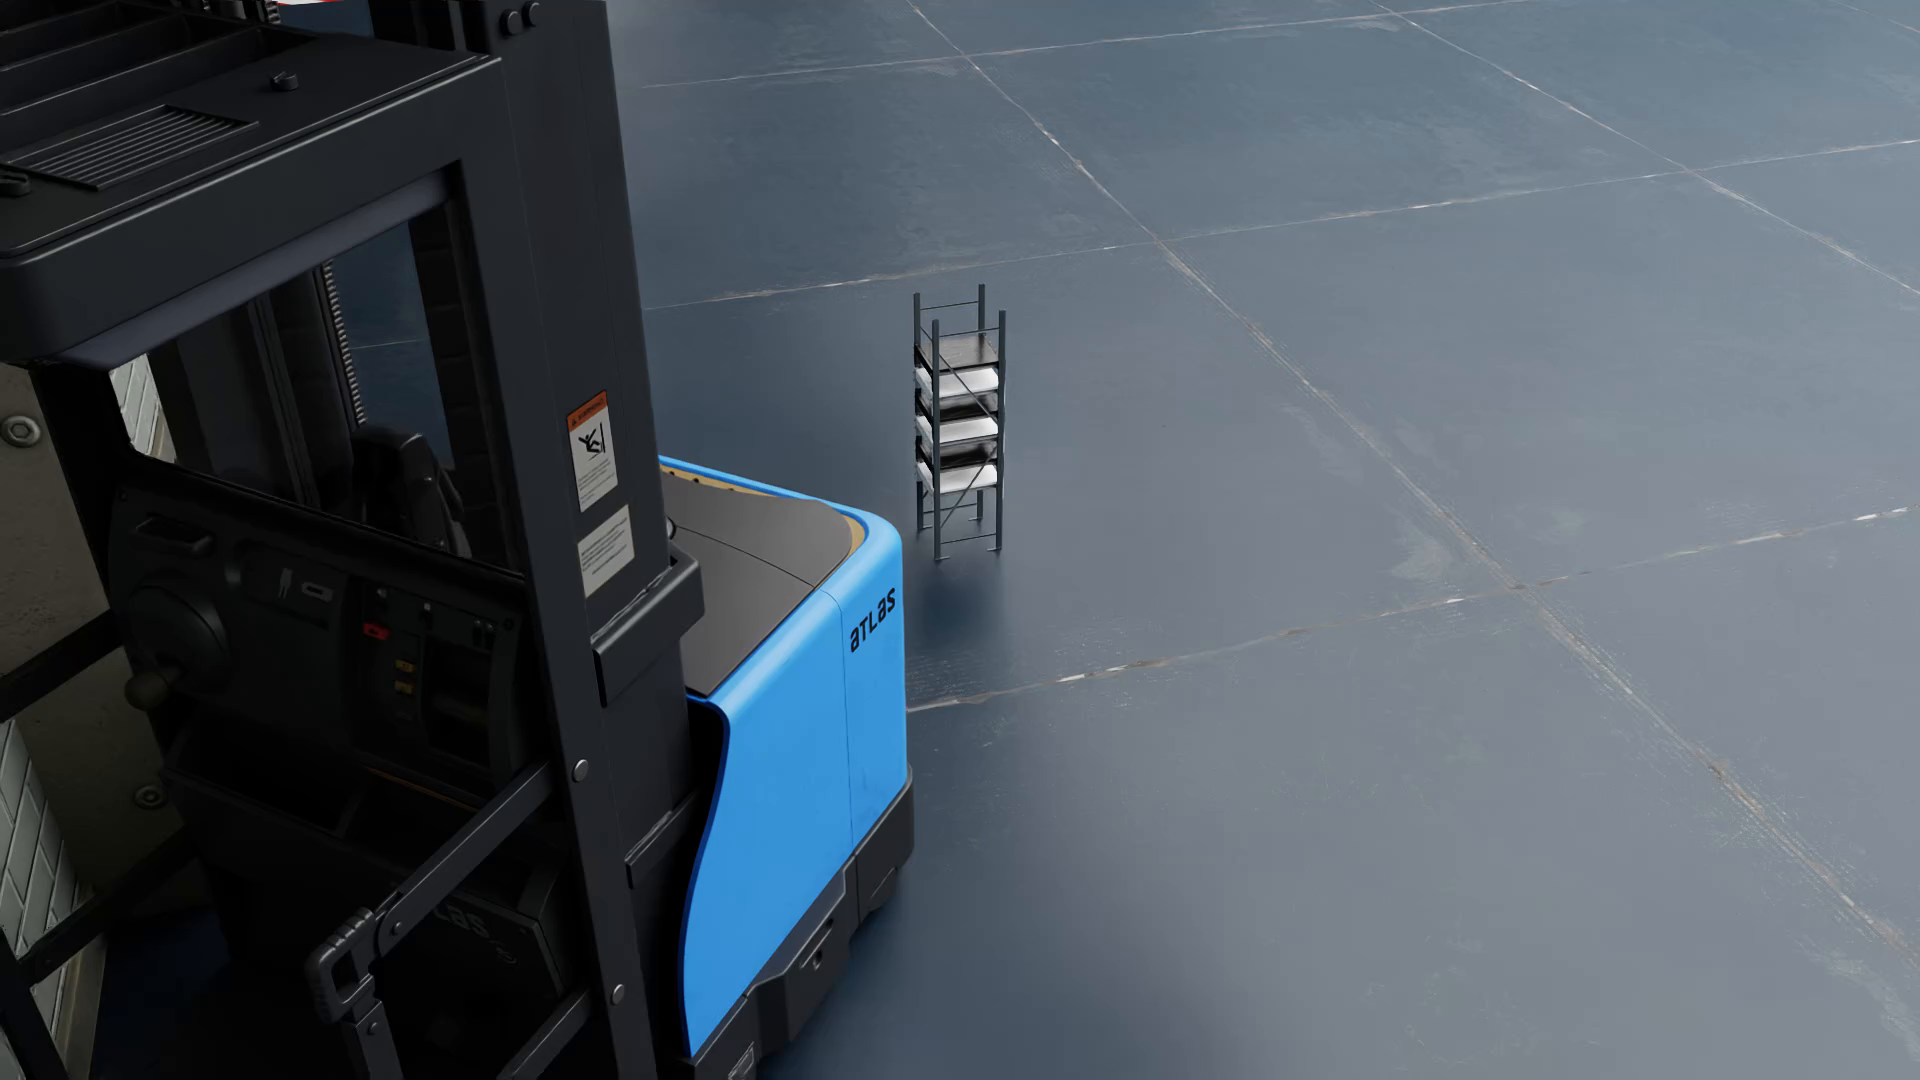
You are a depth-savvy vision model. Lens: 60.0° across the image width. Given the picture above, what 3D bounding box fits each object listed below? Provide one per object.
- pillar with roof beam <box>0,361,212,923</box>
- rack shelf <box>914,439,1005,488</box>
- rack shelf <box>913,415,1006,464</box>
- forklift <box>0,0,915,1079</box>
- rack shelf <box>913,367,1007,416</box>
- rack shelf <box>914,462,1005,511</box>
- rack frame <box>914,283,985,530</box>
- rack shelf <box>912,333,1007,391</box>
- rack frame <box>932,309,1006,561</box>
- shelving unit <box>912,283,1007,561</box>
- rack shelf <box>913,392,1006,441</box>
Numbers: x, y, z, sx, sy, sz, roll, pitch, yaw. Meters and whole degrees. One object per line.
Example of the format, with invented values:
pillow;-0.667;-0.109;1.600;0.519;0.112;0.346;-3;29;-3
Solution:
pillar with roof beam;1.973;-3.619;3.064;9.100;9.000;0.400;-10;35;-15
rack shelf;-0.002;-0.277;5.576;0.258;0.077;0.200;-10;35;-15
rack shelf;-0.002;-0.352;5.527;0.258;0.077;0.200;-10;35;-15
forklift;-1.228;0.234;2.737;1.130;2.935;3.031;15;36;22
rack shelf;-0.002;-0.502;5.427;0.258;0.077;0.200;-10;35;-15
rack shelf;-0.002;-0.202;5.626;0.258;0.077;0.200;-10;35;-15
rack frame;-0.033;-0.433;5.589;0.240;0.900;0.006;-10;35;-15
rack shelf;-0.002;-0.577;5.378;0.258;0.077;0.200;-10;35;-15
rack frame;0.029;-0.326;5.428;0.240;0.900;0.006;-10;35;-15
shelving unit;-0.002;-0.380;5.508;0.258;0.900;0.210;-10;35;-15
rack shelf;-0.002;-0.427;5.477;0.258;0.077;0.200;-10;35;-15
